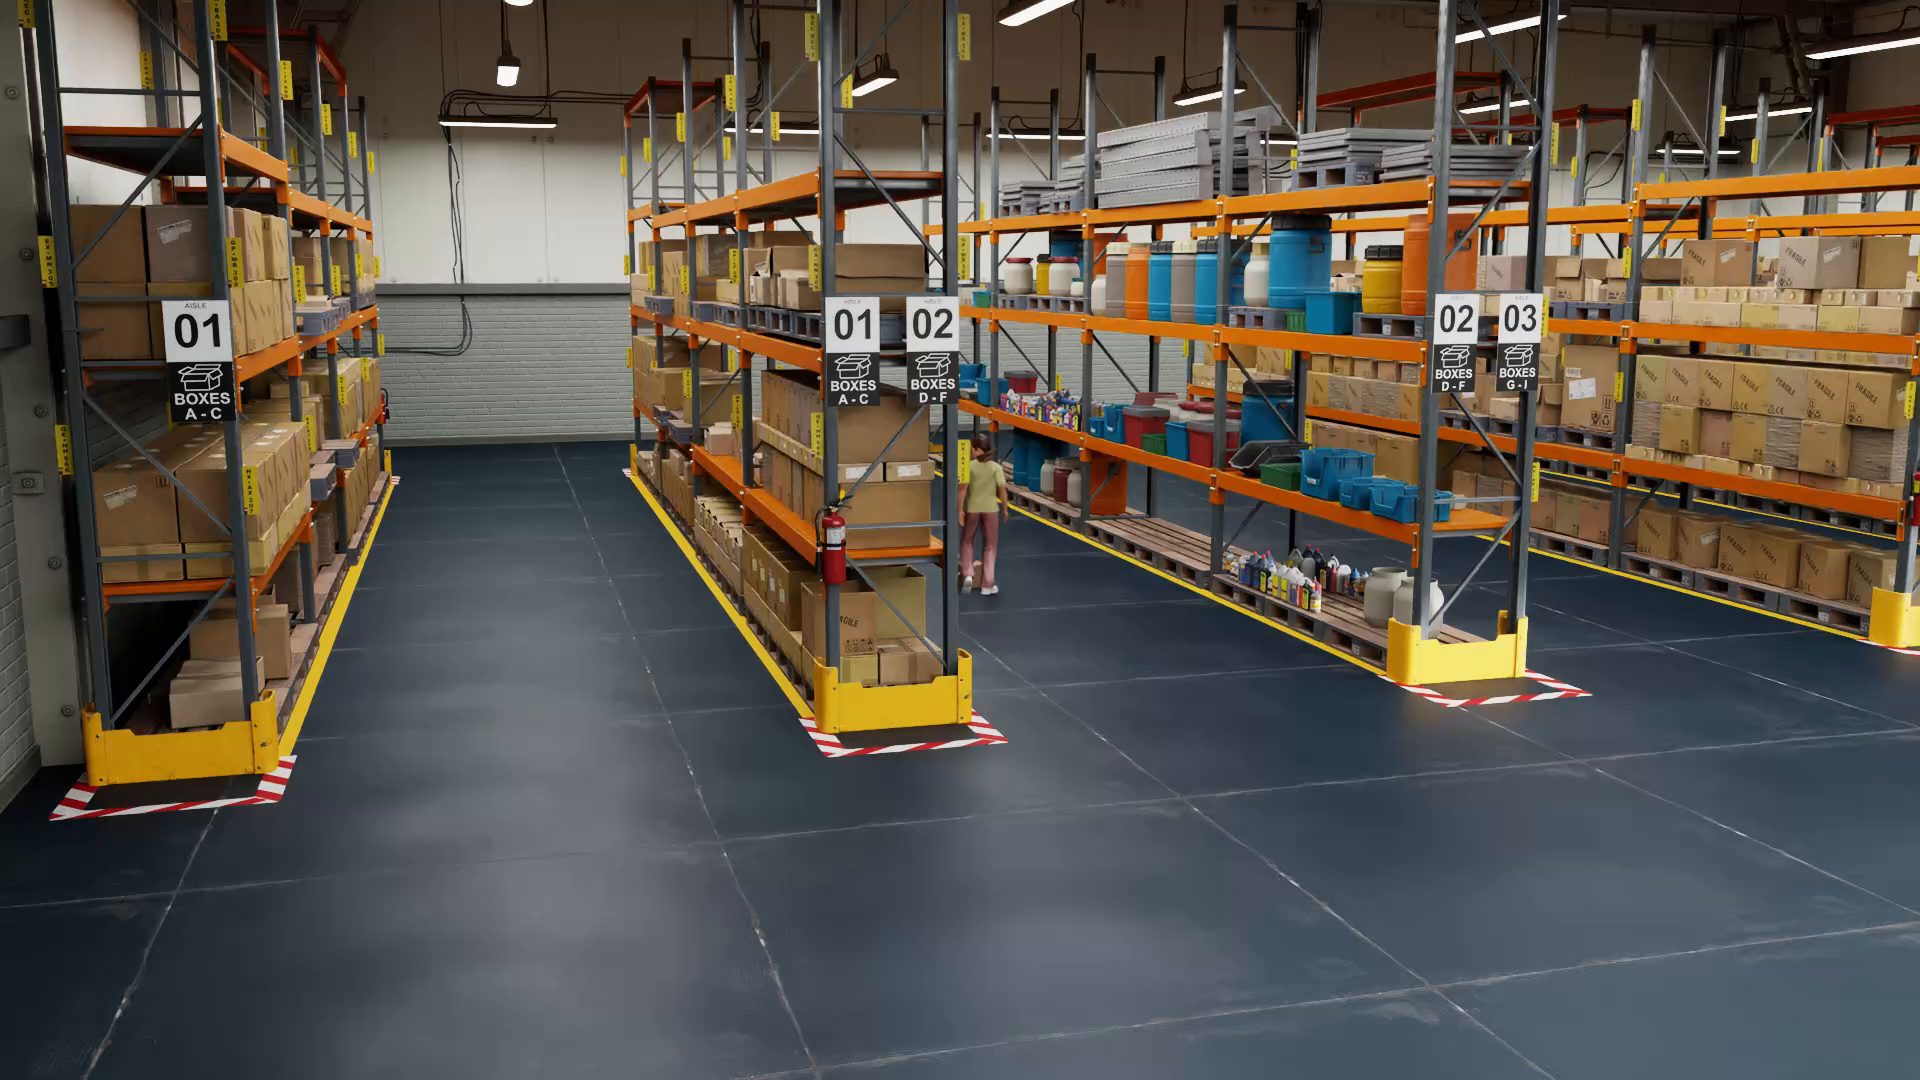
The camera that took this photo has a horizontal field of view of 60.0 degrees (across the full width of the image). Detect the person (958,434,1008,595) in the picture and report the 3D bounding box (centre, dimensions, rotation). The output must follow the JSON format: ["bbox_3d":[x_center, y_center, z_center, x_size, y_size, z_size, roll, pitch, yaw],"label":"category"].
[{"bbox_3d":[0.234,-0.260,17.341,0.509,1.686,0.404,1,9,7],"label":"person"}]
